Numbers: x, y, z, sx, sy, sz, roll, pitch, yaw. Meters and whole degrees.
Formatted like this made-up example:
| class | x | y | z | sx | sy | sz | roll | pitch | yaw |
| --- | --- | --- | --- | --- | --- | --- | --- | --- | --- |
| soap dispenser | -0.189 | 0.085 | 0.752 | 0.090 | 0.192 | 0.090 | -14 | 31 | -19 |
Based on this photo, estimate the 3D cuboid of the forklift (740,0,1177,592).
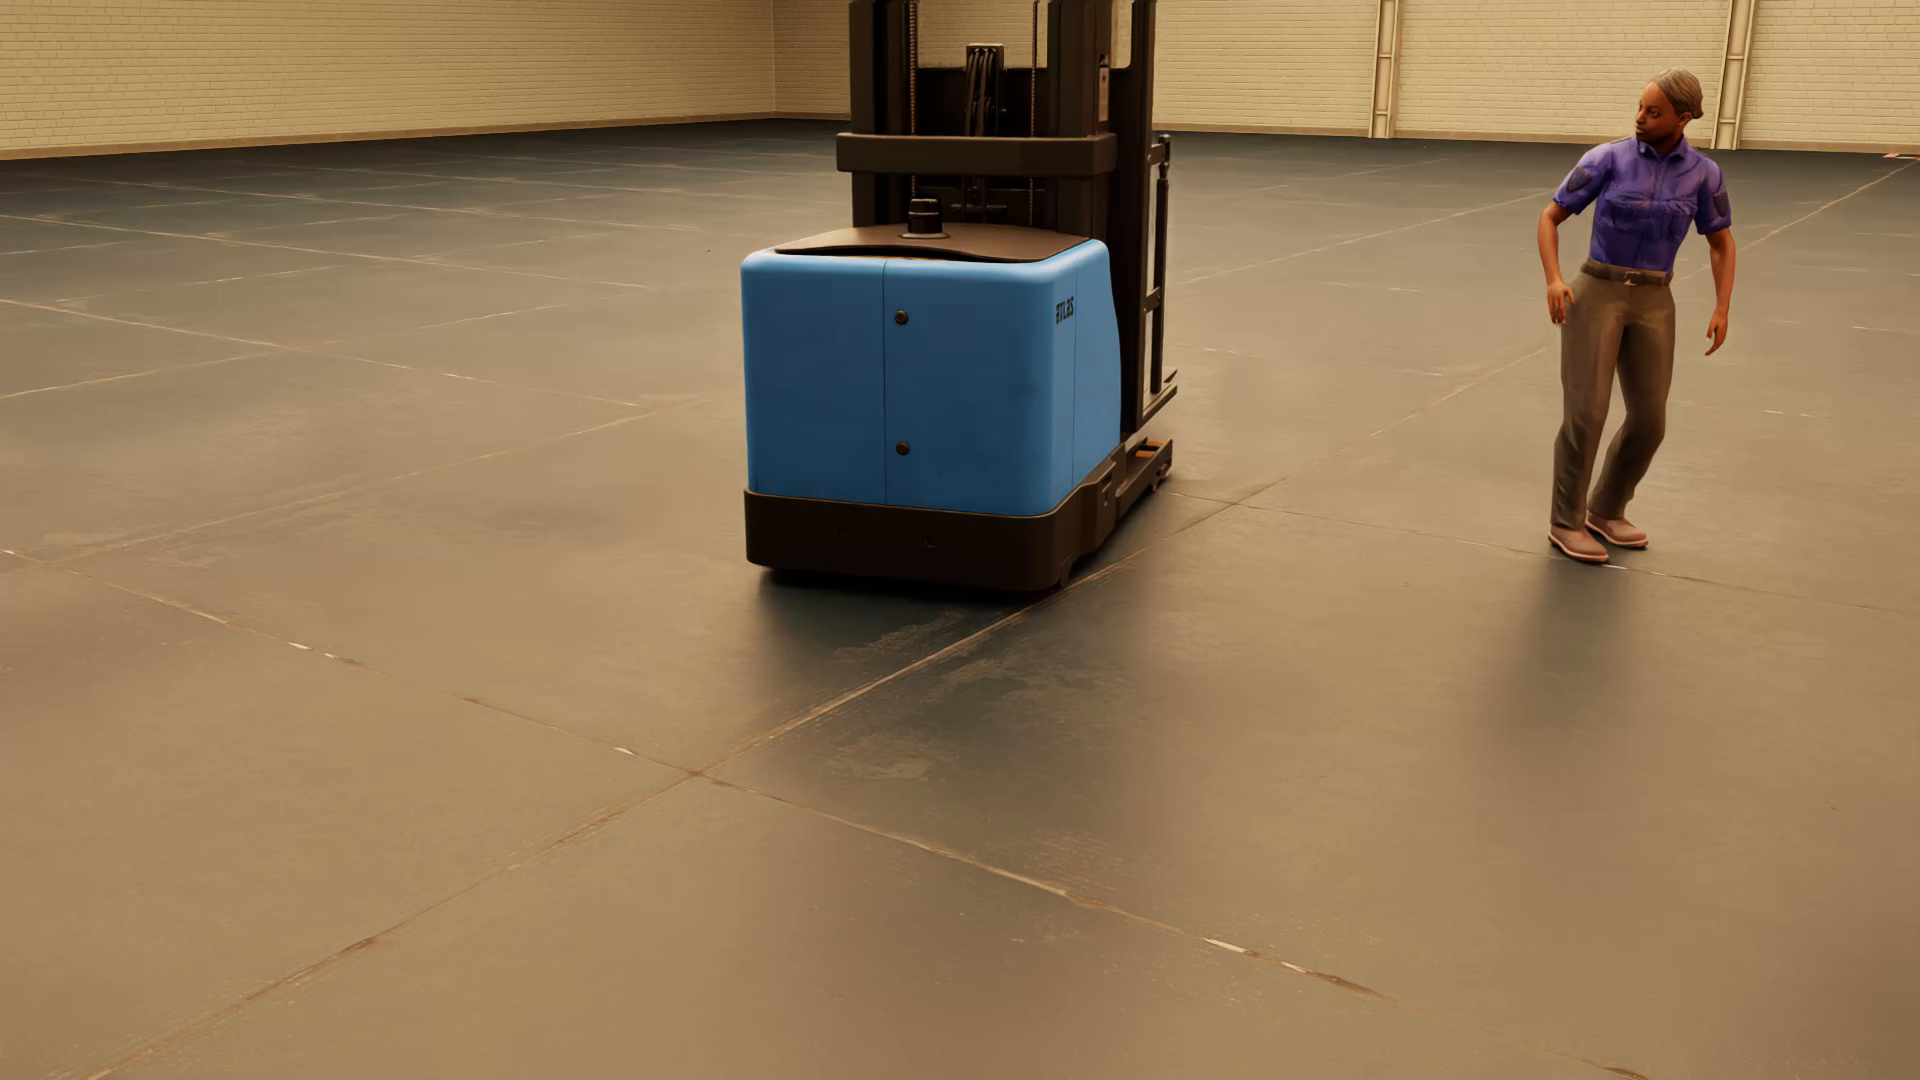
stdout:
| class | x | y | z | sx | sy | sz | roll | pitch | yaw |
| --- | --- | --- | --- | --- | --- | --- | --- | --- | --- |
| forklift | 0.234 | -1.625 | 6.266 | 1.130 | 2.935 | 3.031 | 5 | 17 | 17 |

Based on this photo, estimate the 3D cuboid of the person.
| class | x | y | z | sx | sy | sz | roll | pitch | yaw |
| --- | --- | --- | --- | --- | --- | --- | --- | --- | --- |
| person | 2.309 | -0.758 | 5.650 | 0.648 | 1.634 | 0.466 | 0 | 17 | -1 |
